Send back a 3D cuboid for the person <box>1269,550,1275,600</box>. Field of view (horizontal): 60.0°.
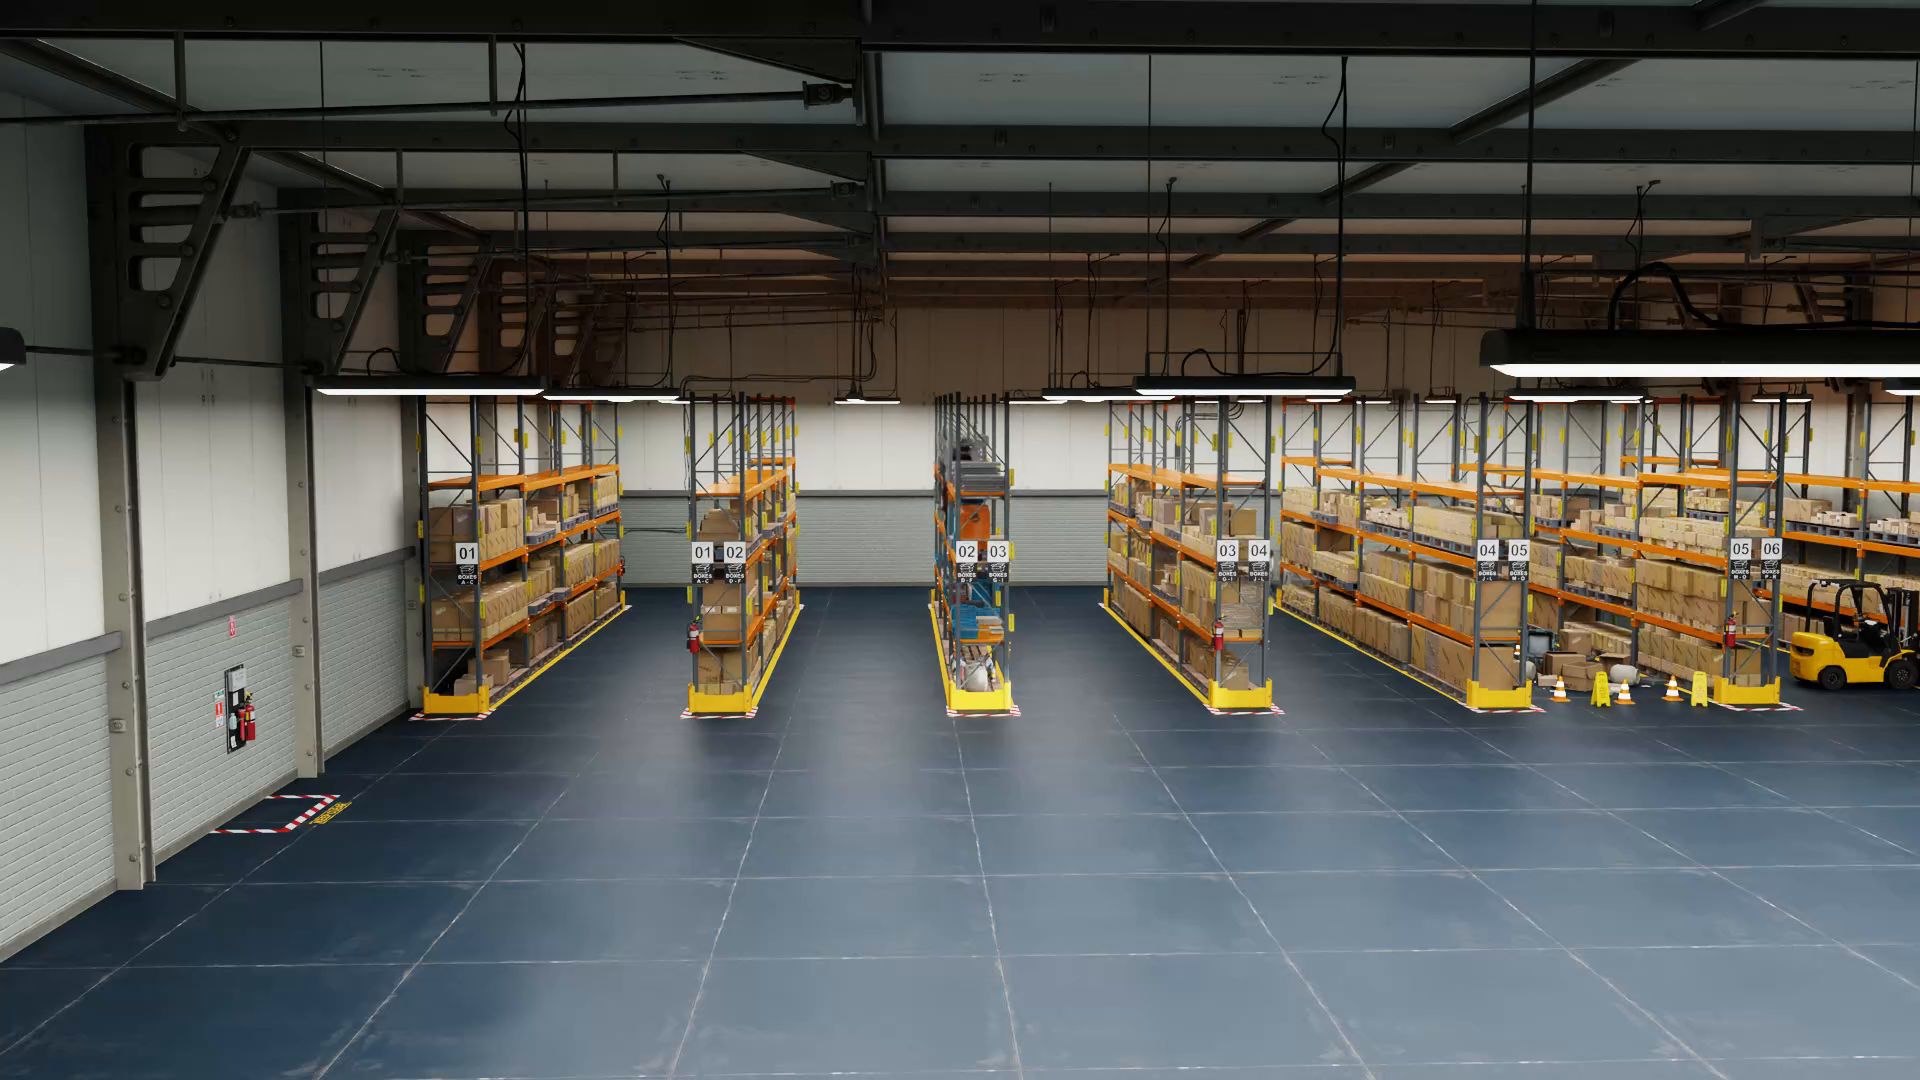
[{"bbox_3d":[9.018,1.050,48.675,0.573,1.542,0.572,-2,5,-20],"label":"person"}]

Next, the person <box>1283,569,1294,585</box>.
[{"bbox_3d":[9.700,0.959,49.197,0.545,1.651,0.609,-4,6,-41],"label":"person"}]

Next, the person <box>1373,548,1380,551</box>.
[{"bbox_3d":[11.625,1.143,46.282,0.662,1.855,0.861,0,5,-2],"label":"person"}]

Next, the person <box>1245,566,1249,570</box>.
[{"bbox_3d":[7.244,1.493,42.218,0.669,1.698,0.749,-1,5,-6],"label":"person"}]

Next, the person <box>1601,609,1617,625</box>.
[{"bbox_3d":[16.905,1.373,43.299,0.616,1.851,0.792,-1,5,-13],"label":"person"}]
